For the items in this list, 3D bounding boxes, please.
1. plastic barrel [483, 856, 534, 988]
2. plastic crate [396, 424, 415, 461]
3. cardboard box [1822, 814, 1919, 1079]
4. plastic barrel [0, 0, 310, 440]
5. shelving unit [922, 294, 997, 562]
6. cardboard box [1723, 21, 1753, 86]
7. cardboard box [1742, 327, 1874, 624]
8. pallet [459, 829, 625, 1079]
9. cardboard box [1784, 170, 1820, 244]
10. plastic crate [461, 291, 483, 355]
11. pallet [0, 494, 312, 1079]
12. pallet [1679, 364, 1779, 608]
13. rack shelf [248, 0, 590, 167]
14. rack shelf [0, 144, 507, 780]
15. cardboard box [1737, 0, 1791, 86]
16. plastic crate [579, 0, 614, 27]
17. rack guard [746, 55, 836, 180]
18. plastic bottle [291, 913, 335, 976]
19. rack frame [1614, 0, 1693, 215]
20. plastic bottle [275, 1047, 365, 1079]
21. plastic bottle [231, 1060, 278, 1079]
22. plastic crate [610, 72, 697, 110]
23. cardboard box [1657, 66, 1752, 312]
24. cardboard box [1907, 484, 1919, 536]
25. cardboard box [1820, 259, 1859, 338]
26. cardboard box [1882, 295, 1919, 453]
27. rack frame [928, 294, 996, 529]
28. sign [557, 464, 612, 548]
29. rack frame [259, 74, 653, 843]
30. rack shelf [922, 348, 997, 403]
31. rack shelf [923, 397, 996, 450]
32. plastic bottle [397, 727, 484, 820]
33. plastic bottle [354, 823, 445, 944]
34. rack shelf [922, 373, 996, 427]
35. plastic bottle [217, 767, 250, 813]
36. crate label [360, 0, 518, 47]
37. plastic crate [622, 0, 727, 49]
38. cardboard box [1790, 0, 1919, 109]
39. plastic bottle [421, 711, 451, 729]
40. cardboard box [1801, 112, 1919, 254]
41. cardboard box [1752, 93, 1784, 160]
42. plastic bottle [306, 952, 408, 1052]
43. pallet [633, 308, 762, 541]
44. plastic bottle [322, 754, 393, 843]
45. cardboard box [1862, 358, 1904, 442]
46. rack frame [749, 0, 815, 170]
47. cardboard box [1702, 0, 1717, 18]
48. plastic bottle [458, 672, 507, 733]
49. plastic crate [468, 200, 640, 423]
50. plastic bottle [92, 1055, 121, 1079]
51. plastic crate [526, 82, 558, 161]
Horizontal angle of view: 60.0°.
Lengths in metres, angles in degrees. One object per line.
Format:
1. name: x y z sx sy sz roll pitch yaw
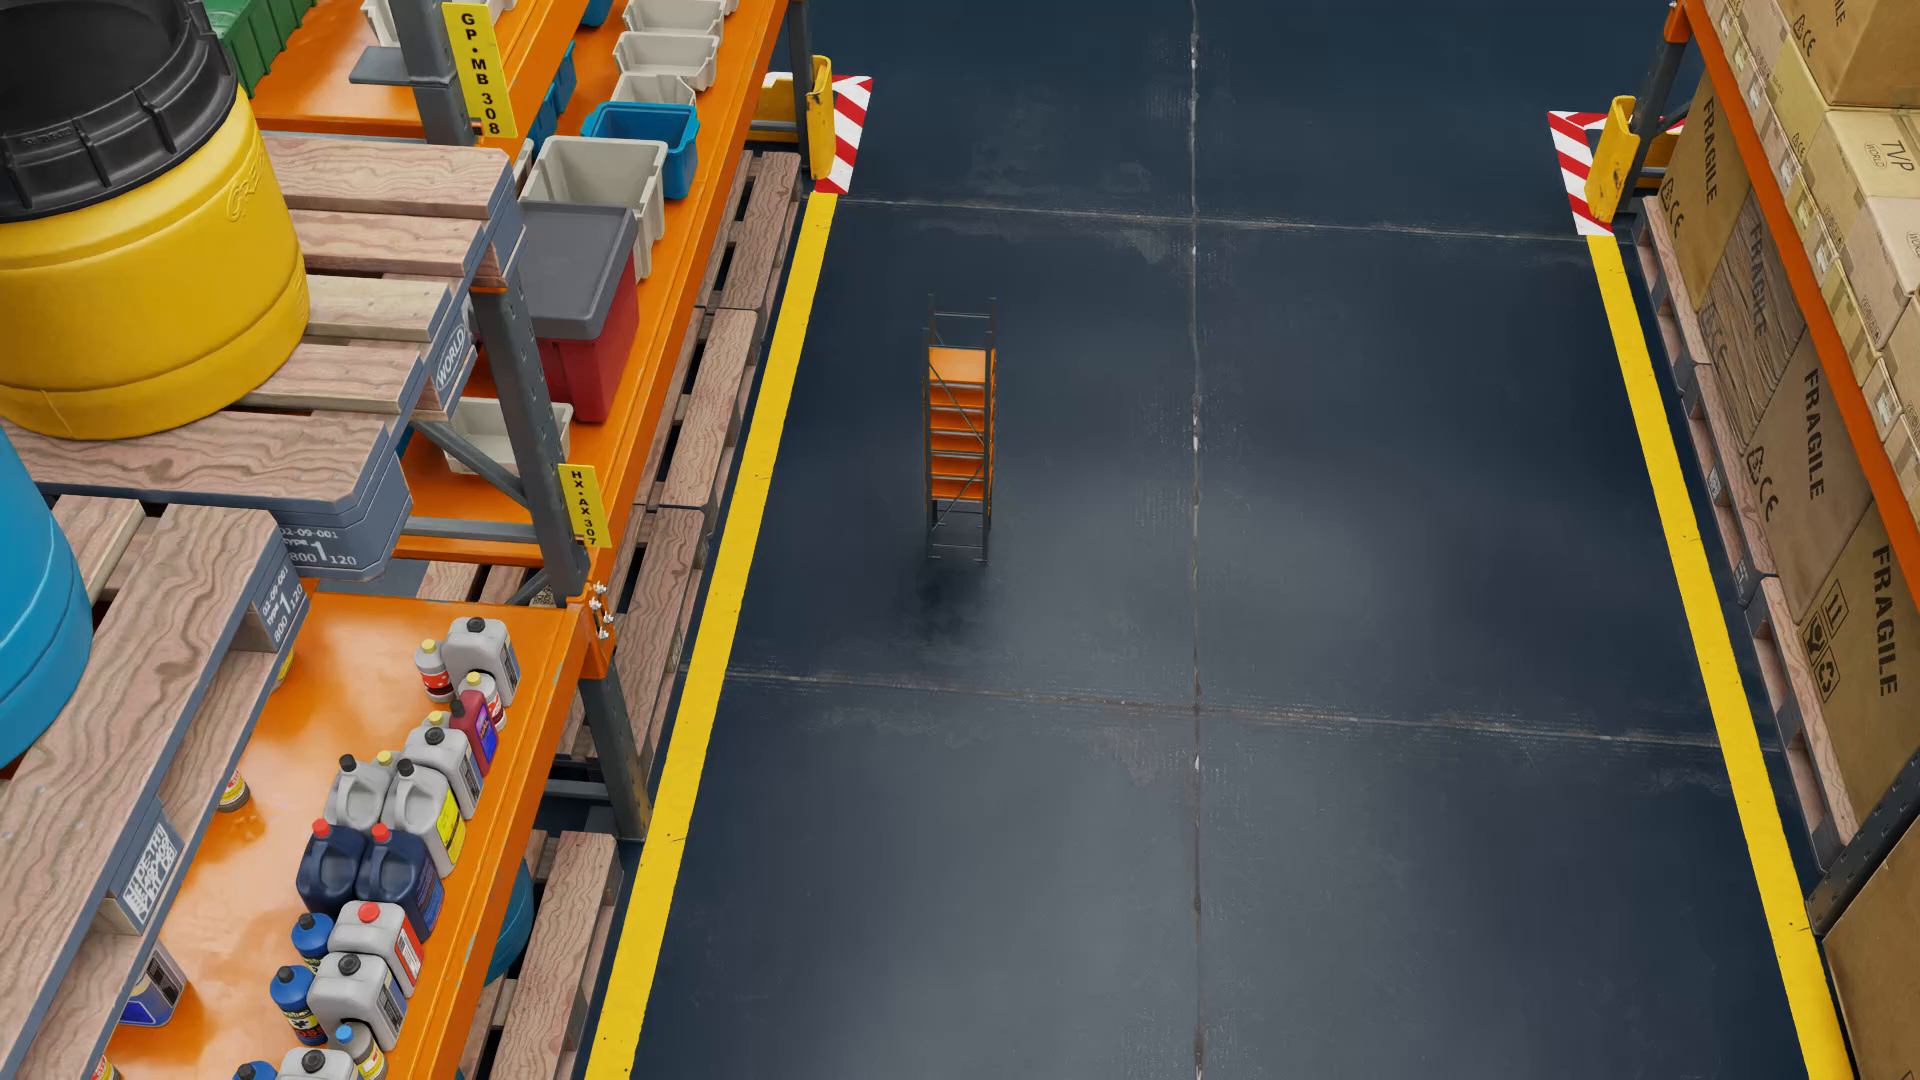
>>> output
1. plastic barrel: -1.653 0.928 5.006 0.600 0.901 0.708 4 48 4
2. plastic crate: -1.884 -0.418 5.069 0.392 0.384 0.575 4 48 4
3. cardboard box: 3.307 1.343 4.644 1.225 0.875 0.875 4 48 4
4. plastic barrel: -1.468 -0.570 2.794 0.600 0.588 0.600 0 48 0
5. shelving unit: -0.001 -0.394 6.298 0.258 1.200 0.189 4 48 4
6. cardboard box: 3.304 -1.943 6.664 0.380 0.149 0.250 3 48 3
7. cardboard box: 3.567 -0.269 6.119 0.875 0.875 0.875 4 48 4
8. pallet: -1.699 1.468 5.264 1.003 0.211 1.213 4 48 4
9. cardboard box: 3.210 -1.189 5.975 0.380 0.149 0.250 3 48 3
10. plastic crate: -1.752 -0.805 5.599 0.437 0.125 0.590 4 48 4
11. pallet: -1.661 0.431 2.418 1.003 0.211 1.213 4 48 4
12. pallet: 3.601 -0.215 6.804 1.003 0.211 1.213 4 48 4
13. rack shelf: -1.405 -2.276 5.254 1.077 0.370 4.000 4 48 4
14. rack shelf: -1.769 0.663 2.565 1.077 0.370 4.000 4 48 4
15. cardboard box: 3.357 -1.976 6.424 0.500 0.250 0.500 3 48 3
16. plastic crate: -1.633 -2.297 6.891 0.416 0.233 0.300 4 48 4
17. rack guard: -1.233 -2.151 8.379 1.175 0.500 0.348 4 48 4
18. plastic bottle: -1.506 0.962 3.924 0.097 0.271 0.097 0 48 0
19. rack frame: 3.710 -2.643 7.135 1.000 3.000 0.127 4 48 4
20. plastic bottle: -1.414 1.225 3.681 0.152 0.276 0.135 4 48 4
21. plastic bottle: -1.539 1.232 3.678 0.097 0.271 0.097 0 48 0
22. plastic crate: -1.167 -1.659 6.373 0.298 0.136 0.250 4 48 4
23. cardboard box: 3.731 -1.592 7.329 0.875 0.875 0.875 4 48 4
24. cardboard box: 3.070 -0.055 4.937 0.380 0.149 0.250 5 48 4
25. cardboard box: 3.164 -0.809 5.628 0.380 0.149 0.250 3 48 3
26. cardboard box: 3.169 -0.476 5.053 0.500 0.250 0.500 5 48 5
27. rack frame: 0.007 -0.462 6.359 0.240 1.200 0.006 4 48 4
28. sign: -1.039 -0.092 4.614 0.100 0.325 0.005 4 48 4
29. rack frame: -1.587 -0.037 4.751 1.000 3.000 0.127 4 48 4
30. rack shelf: -0.001 -0.607 6.065 0.258 0.103 0.180 4 48 4
31. rack shelf: -0.001 -0.445 6.242 0.258 0.103 0.180 4 48 4
32. plastic bottle: -1.334 0.585 4.266 0.152 0.276 0.135 4 48 4
33. plastic bottle: -1.362 0.813 4.007 0.144 0.351 0.185 4 48 4
34. rack shelf: -0.001 -0.526 6.153 0.258 0.103 0.180 4 48 4
35. plastic bottle: -1.916 0.608 4.295 0.097 0.201 0.097 0 48 0
36. crate label: -1.255 -1.300 4.052 0.293 0.136 0.466 4 48 4
37. plastic crate: -1.157 -2.084 6.761 0.396 0.136 0.243 4 48 4
38. cardboard box: 3.311 -1.863 5.813 0.500 0.500 0.500 3 48 2
39. plastic bottle: -1.357 0.523 4.374 0.097 0.201 0.097 0 48 0
40. cardboard box: 3.265 -1.223 5.736 0.500 0.250 0.500 3 48 3
41. cardboard box: 3.257 -1.564 6.318 0.380 0.149 0.250 3 48 3
42. plastic bottle: -1.392 1.054 3.837 0.152 0.276 0.135 4 48 4
43. pallet: -1.450 -0.538 7.099 1.003 0.211 1.213 4 48 4
44. plastic bottle: -1.488 0.668 4.140 0.144 0.351 0.185 4 48 4
45. cardboard box: 3.117 -0.432 5.282 0.380 0.149 0.250 5 48 4
46. rack frame: -1.222 -2.976 7.439 1.000 3.000 0.127 4 48 4
47. cardboard box: 3.349 -2.320 7.009 0.380 0.149 0.250 4 48 4
48. plastic bottle: -1.284 0.429 4.460 0.097 0.201 0.097 0 48 0
49. plastic crate: -1.256 -0.718 5.290 0.402 0.464 0.583 4 48 4
50. plastic bottle: -1.988 1.190 3.763 0.097 0.201 0.097 0 48 0
51. plastic crate: -1.720 -1.593 6.247 0.416 0.233 0.300 4 48 4
